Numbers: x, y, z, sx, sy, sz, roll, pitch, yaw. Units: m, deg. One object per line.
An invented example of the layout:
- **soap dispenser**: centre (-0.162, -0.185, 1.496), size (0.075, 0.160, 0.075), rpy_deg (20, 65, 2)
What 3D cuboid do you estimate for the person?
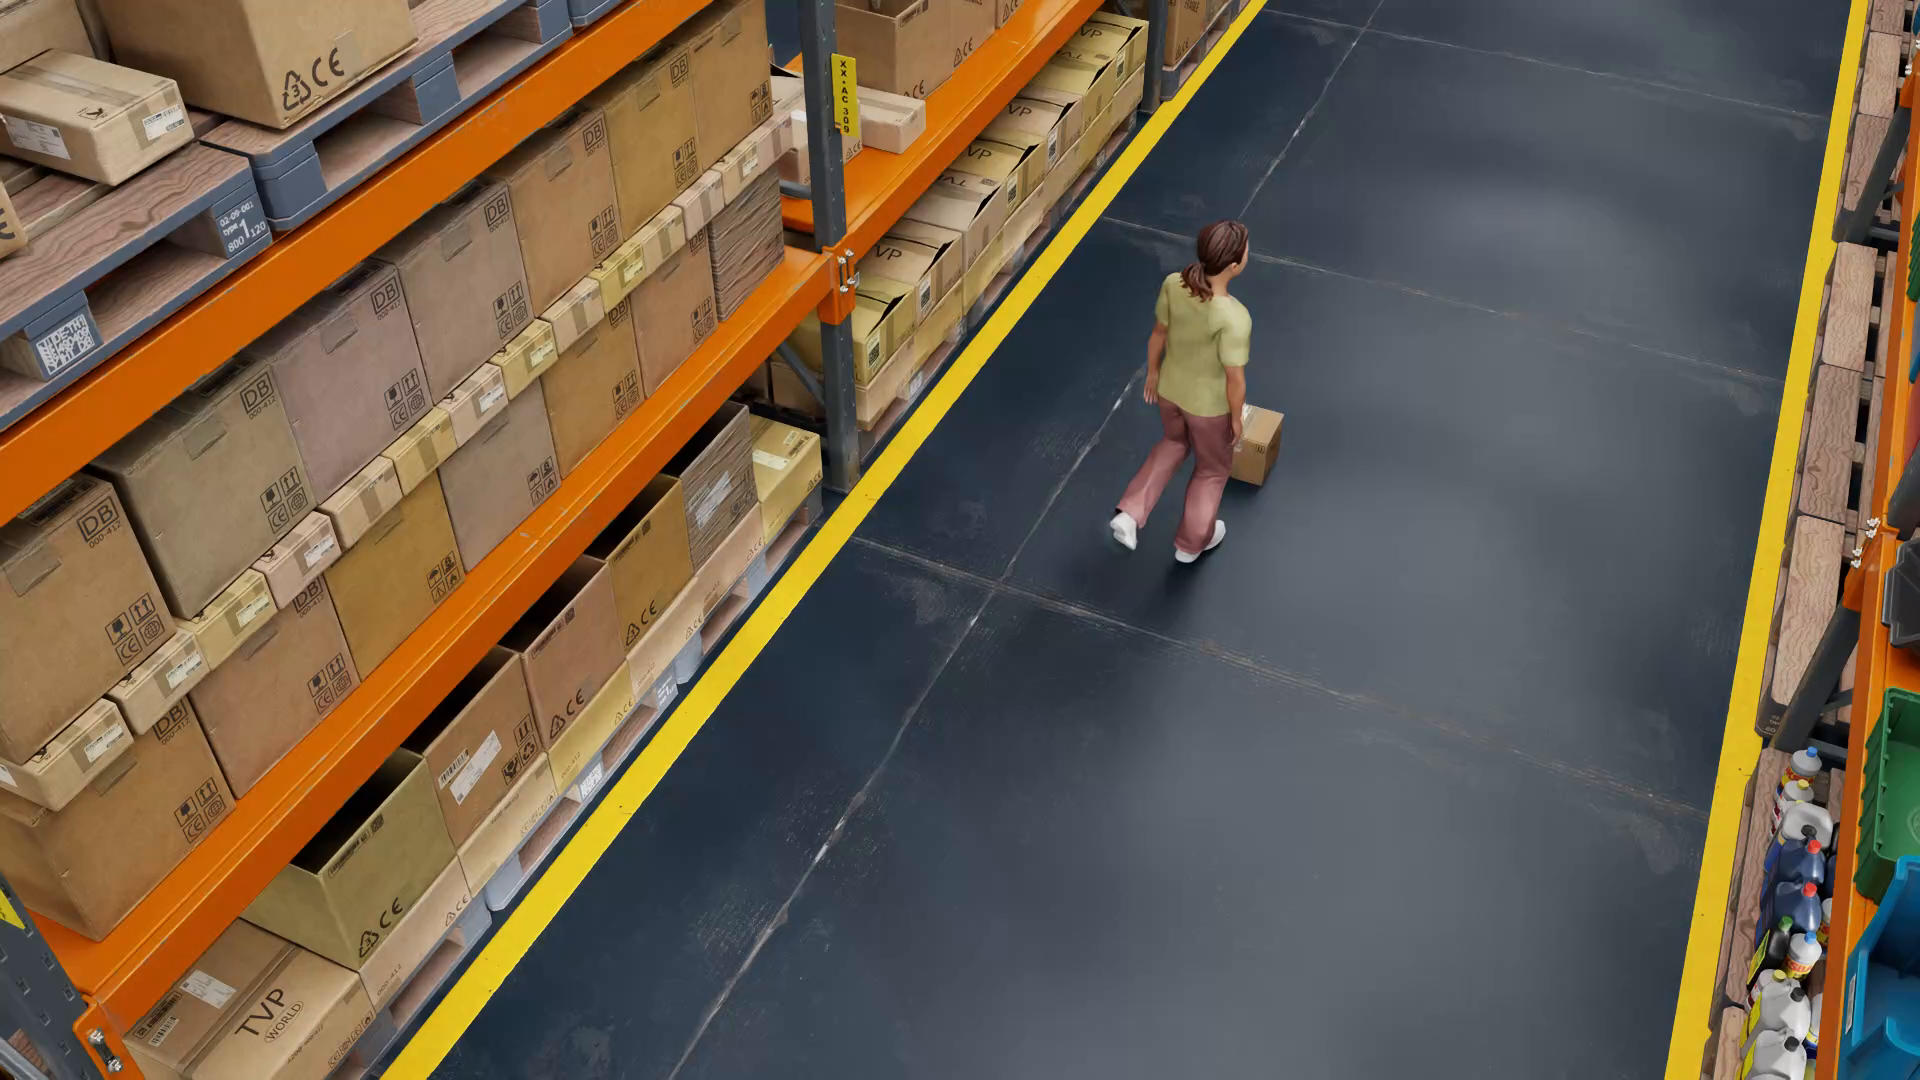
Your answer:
- **person**: centre (0.926, -0.554, 6.747), size (0.589, 1.665, 0.492), rpy_deg (-31, 51, -30)
